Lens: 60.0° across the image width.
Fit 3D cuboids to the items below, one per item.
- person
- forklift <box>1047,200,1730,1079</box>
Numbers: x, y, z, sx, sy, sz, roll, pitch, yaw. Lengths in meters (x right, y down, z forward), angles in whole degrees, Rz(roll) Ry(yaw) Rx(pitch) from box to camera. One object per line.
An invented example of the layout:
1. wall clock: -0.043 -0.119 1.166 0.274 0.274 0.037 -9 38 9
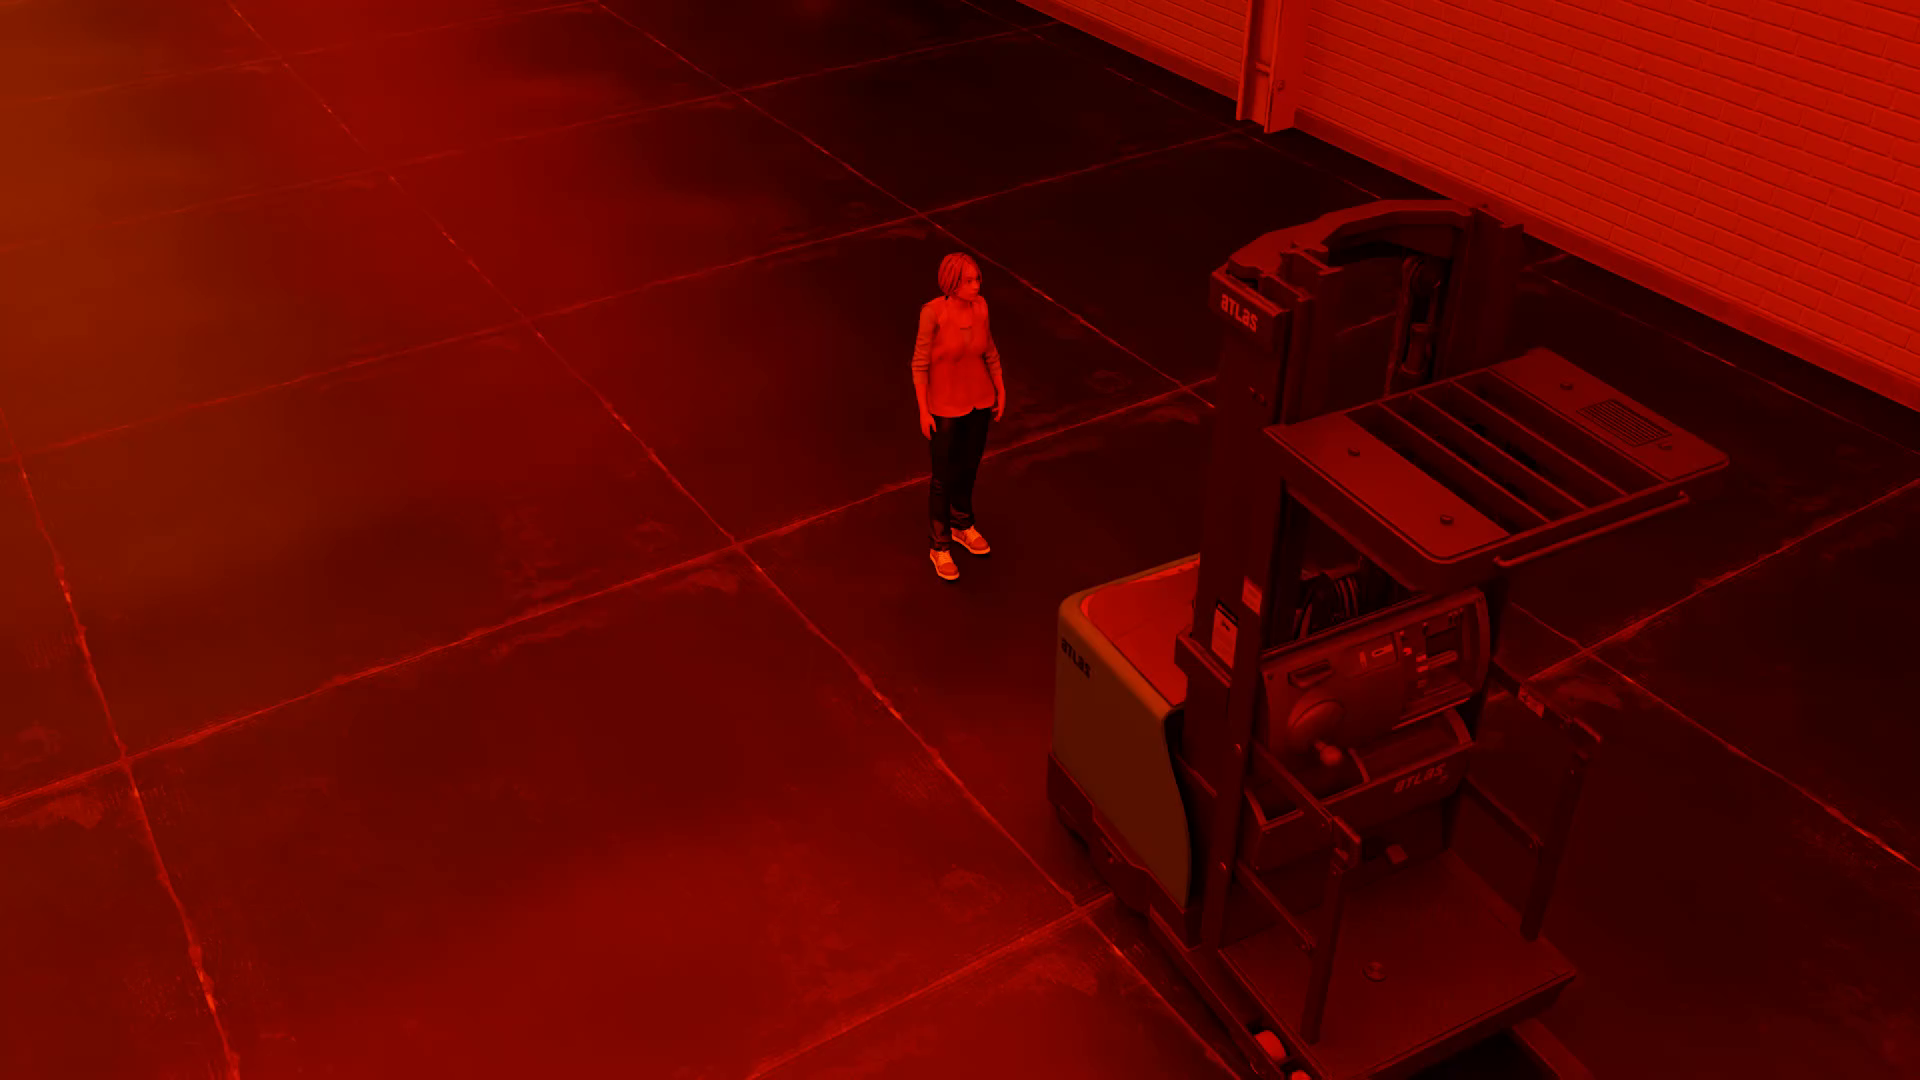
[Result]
1. person: 0.029 -0.619 8.176 0.520 1.599 0.473 -21 40 -27
2. forklift: 1.498 0.527 5.398 1.130 2.935 3.031 -17 38 -22
